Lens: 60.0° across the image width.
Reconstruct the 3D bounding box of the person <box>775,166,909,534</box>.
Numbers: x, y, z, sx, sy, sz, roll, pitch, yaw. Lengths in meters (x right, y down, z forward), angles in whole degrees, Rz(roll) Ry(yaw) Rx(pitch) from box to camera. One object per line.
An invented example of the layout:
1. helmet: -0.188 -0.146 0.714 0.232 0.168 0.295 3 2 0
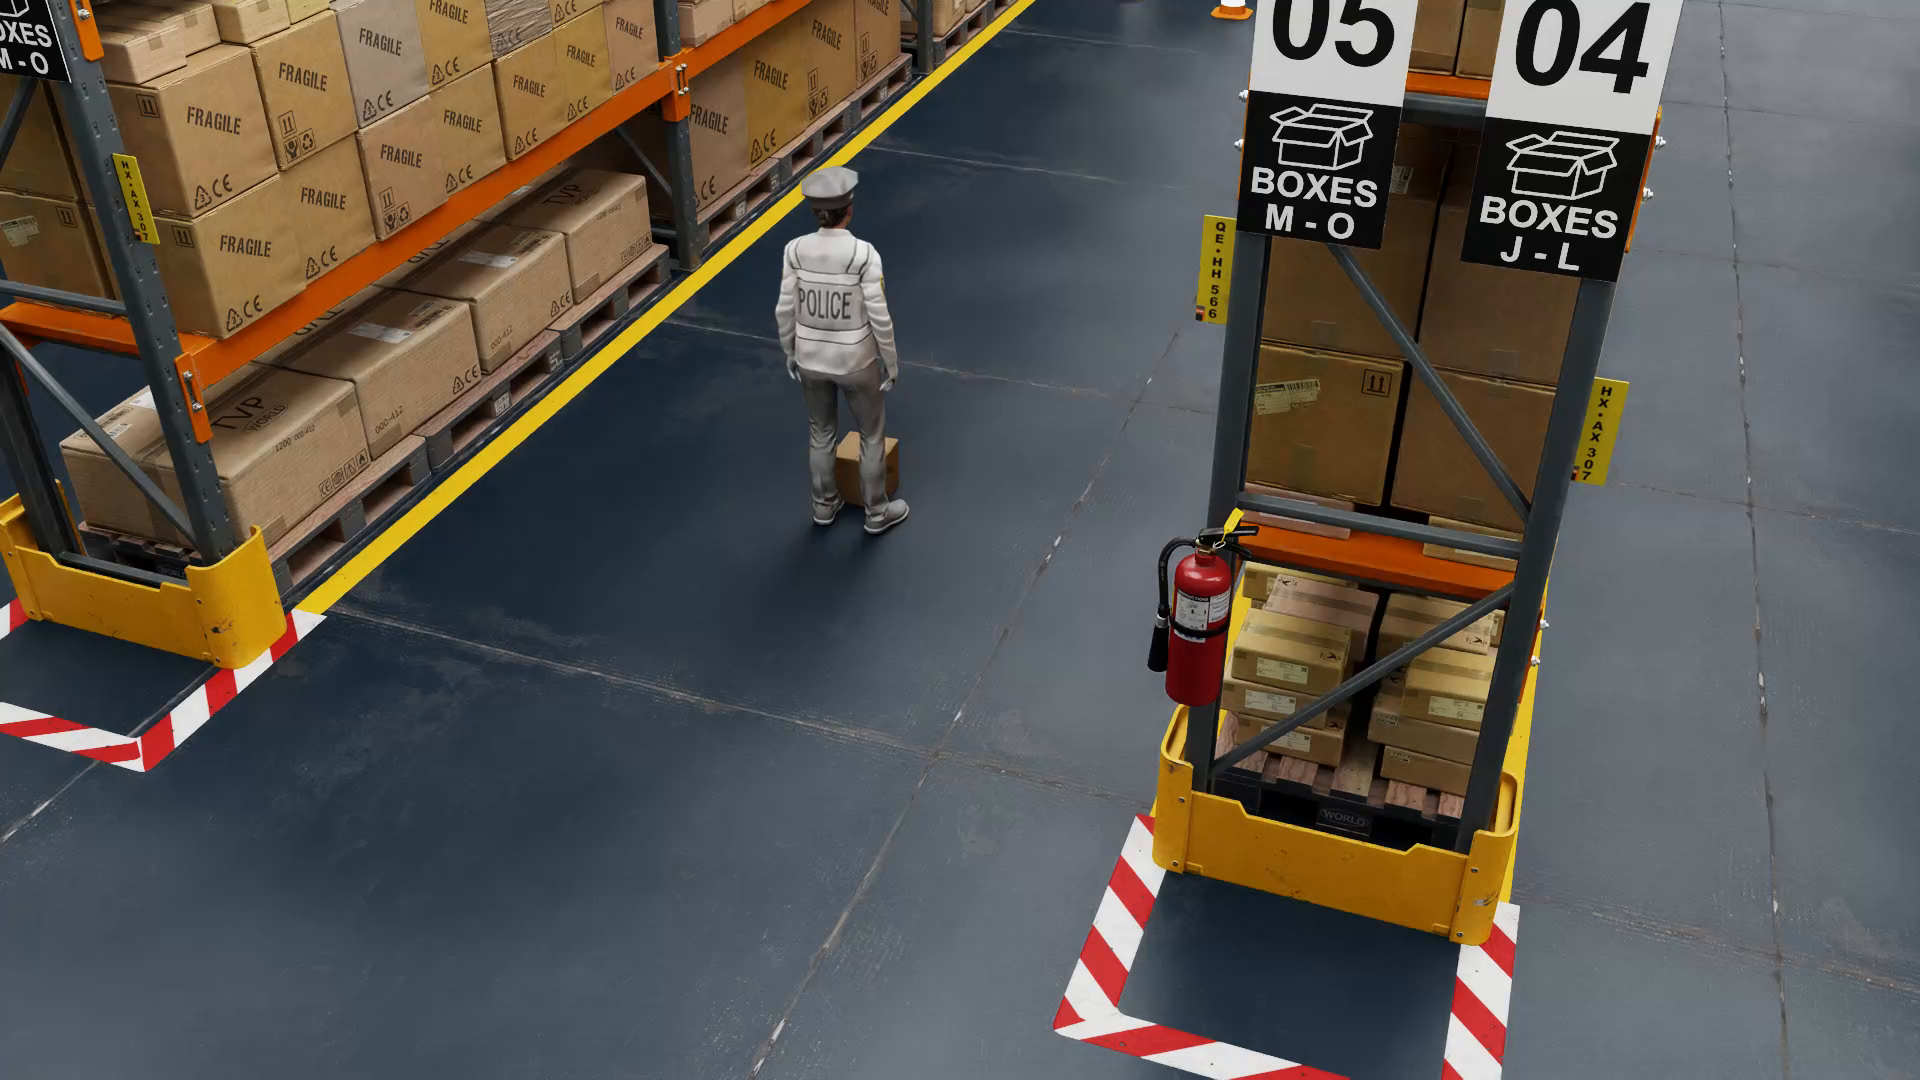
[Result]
1. person: -0.531 -0.795 7.342 0.542 1.662 0.375 9 35 13
